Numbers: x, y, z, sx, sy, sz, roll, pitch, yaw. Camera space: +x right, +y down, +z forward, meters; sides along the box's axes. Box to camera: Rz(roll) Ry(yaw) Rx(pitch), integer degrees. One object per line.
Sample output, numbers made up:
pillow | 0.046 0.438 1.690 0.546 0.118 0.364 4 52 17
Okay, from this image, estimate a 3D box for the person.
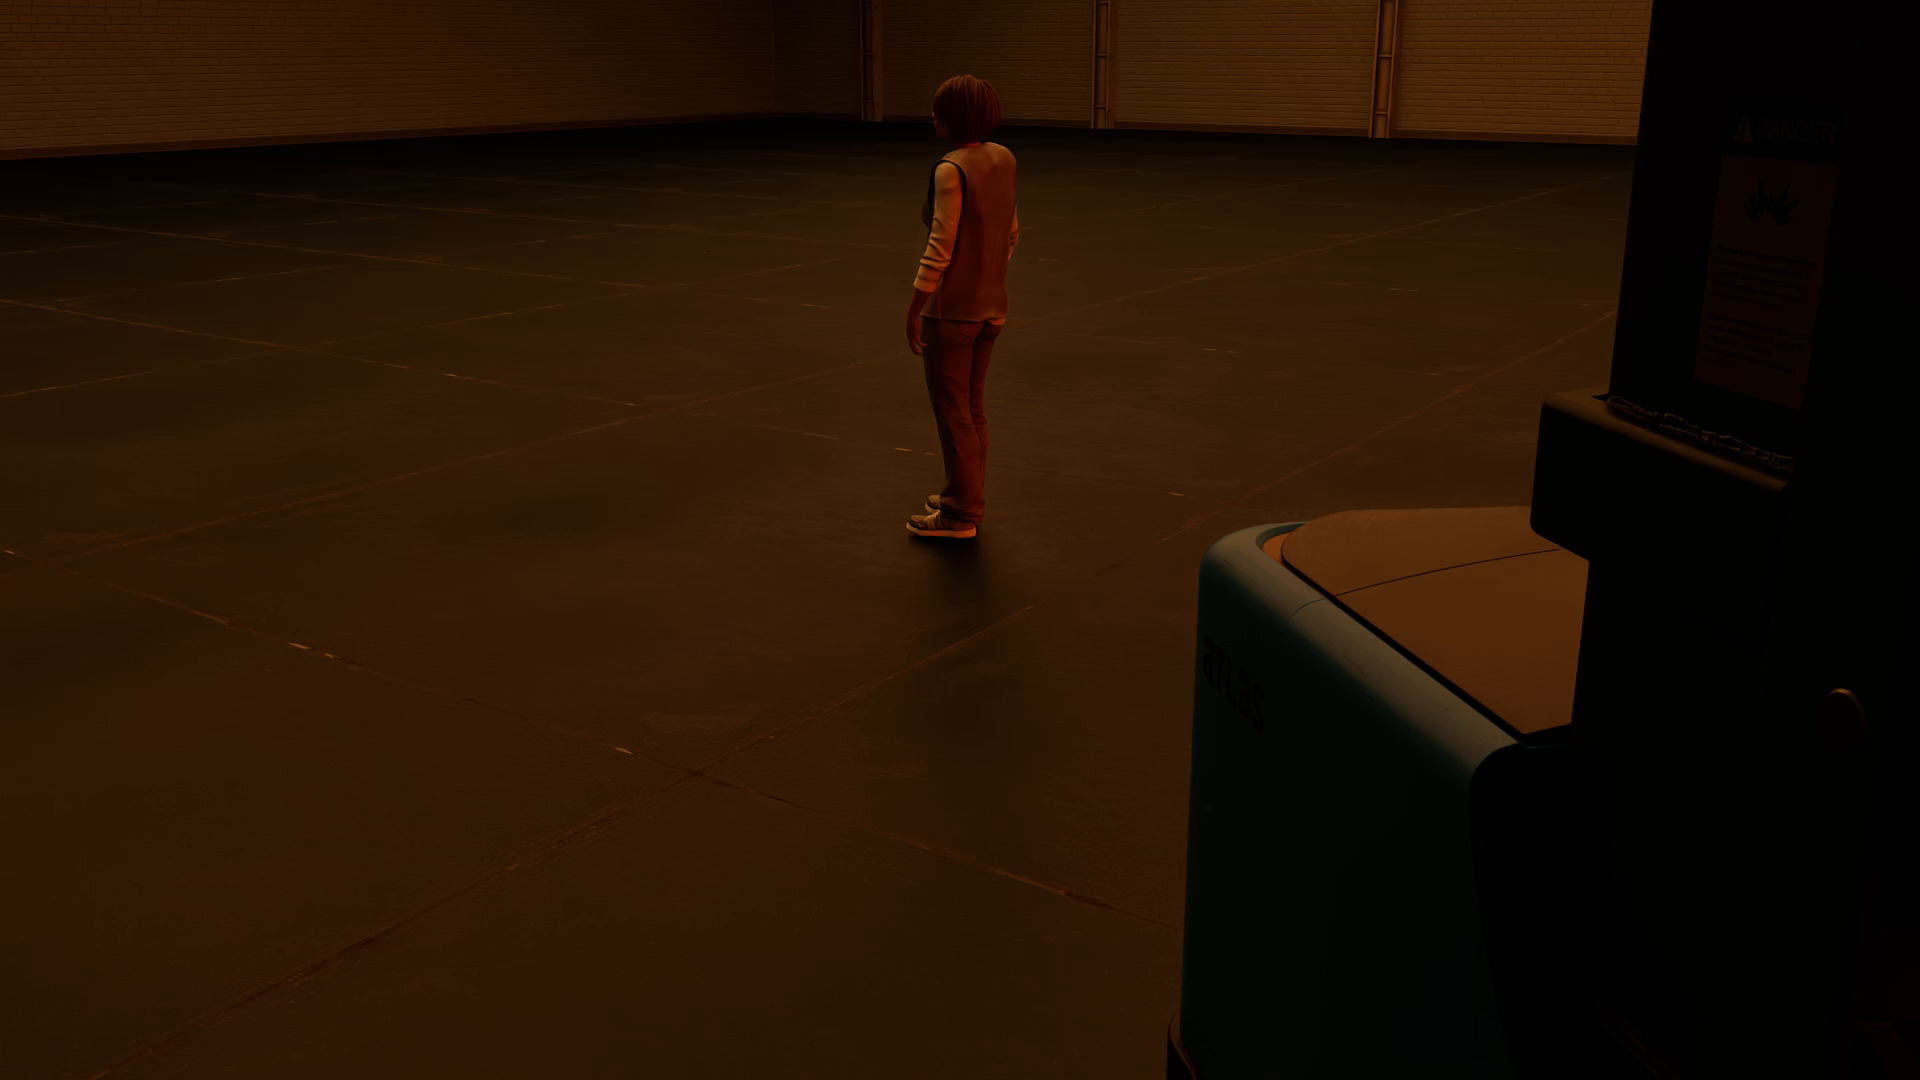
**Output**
person | -0.054 -0.787 5.769 0.473 1.599 0.521 11 20 33
